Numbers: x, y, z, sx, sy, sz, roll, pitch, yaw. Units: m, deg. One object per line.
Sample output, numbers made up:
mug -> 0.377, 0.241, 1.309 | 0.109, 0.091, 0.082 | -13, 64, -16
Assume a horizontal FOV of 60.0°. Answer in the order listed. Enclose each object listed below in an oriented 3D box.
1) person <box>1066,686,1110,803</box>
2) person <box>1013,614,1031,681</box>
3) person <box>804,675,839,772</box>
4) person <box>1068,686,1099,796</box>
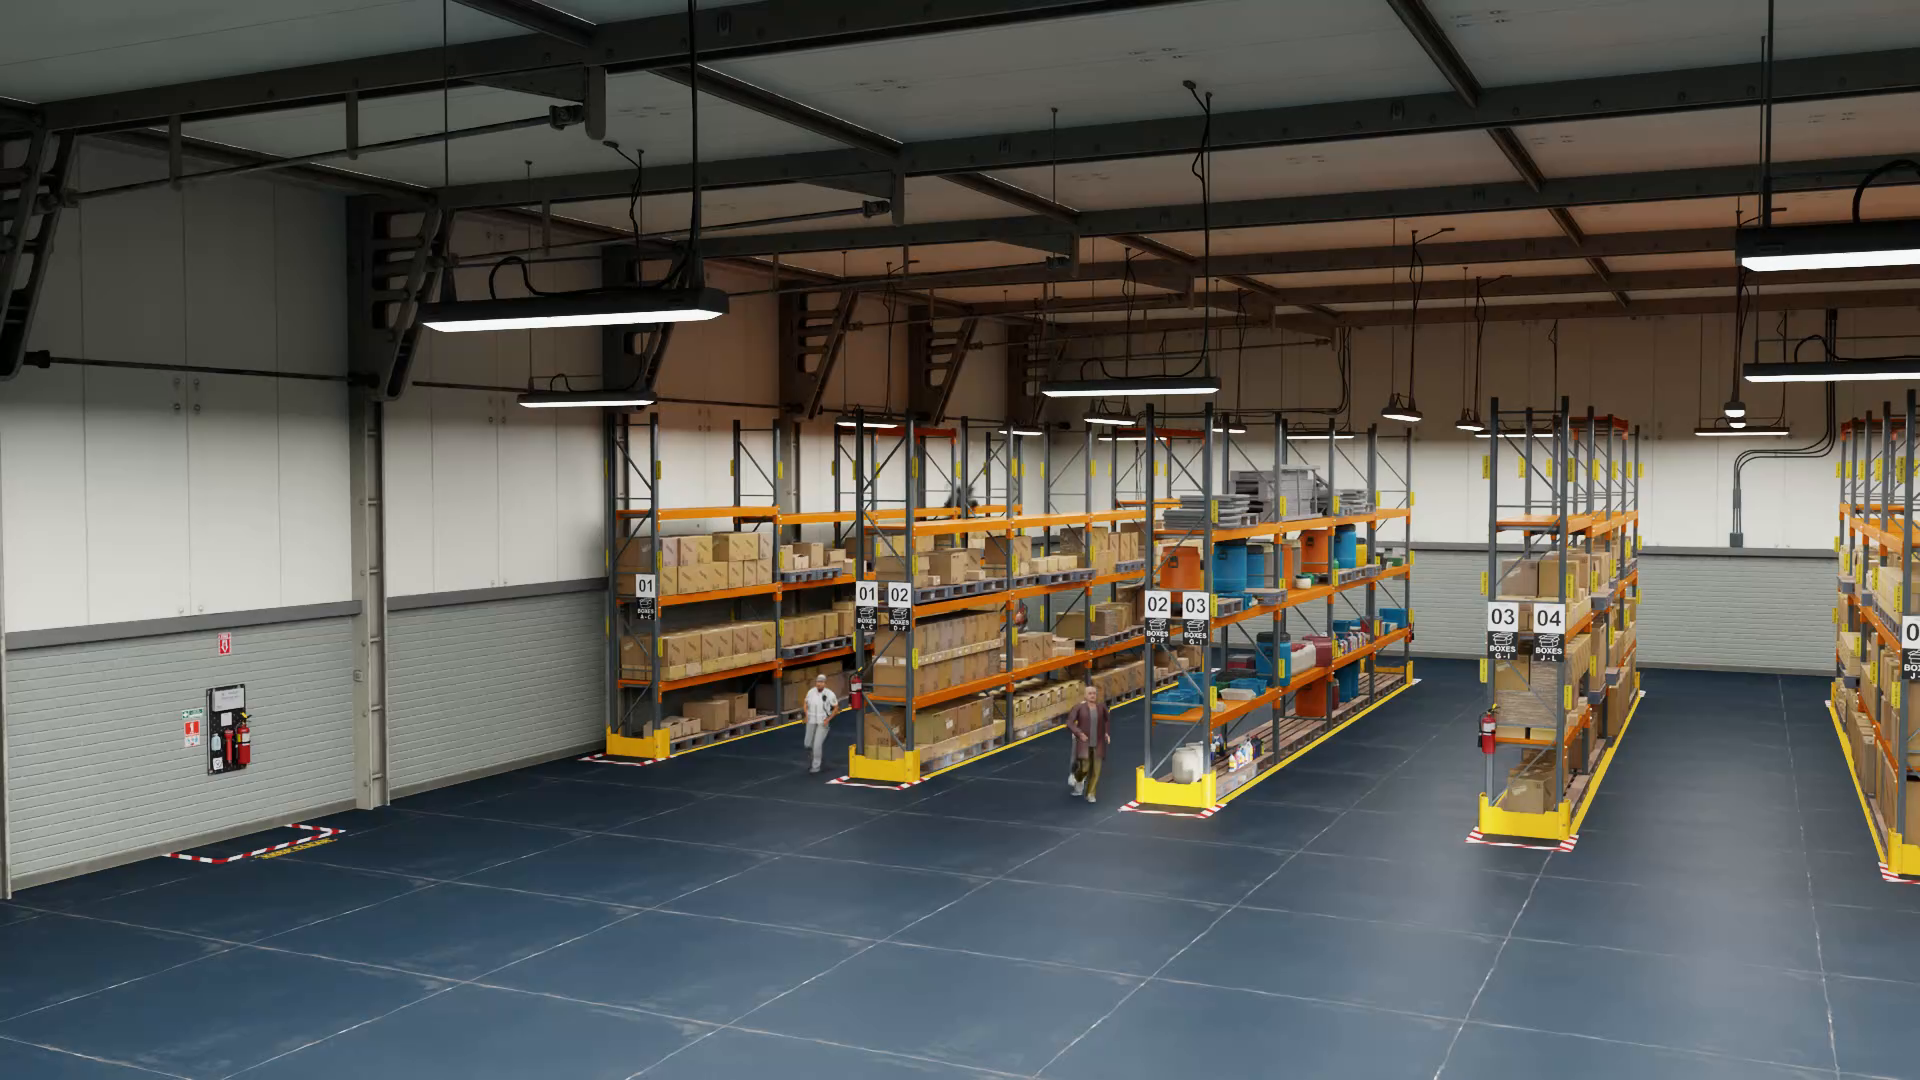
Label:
person -> 1.958, 3.073, 25.148 | 0.702, 1.731, 0.673 | -1, 2, -14
person -> 1.261, 2.462, 36.140 | 0.650, 1.725, 0.940 | 1, 3, 26
person -> -2.323, 3.059, 27.770 | 0.613, 1.652, 0.571 | 0, 2, 11
person -> 1.982, 3.093, 25.862 | 0.664, 1.658, 0.755 | 0, 2, 10
